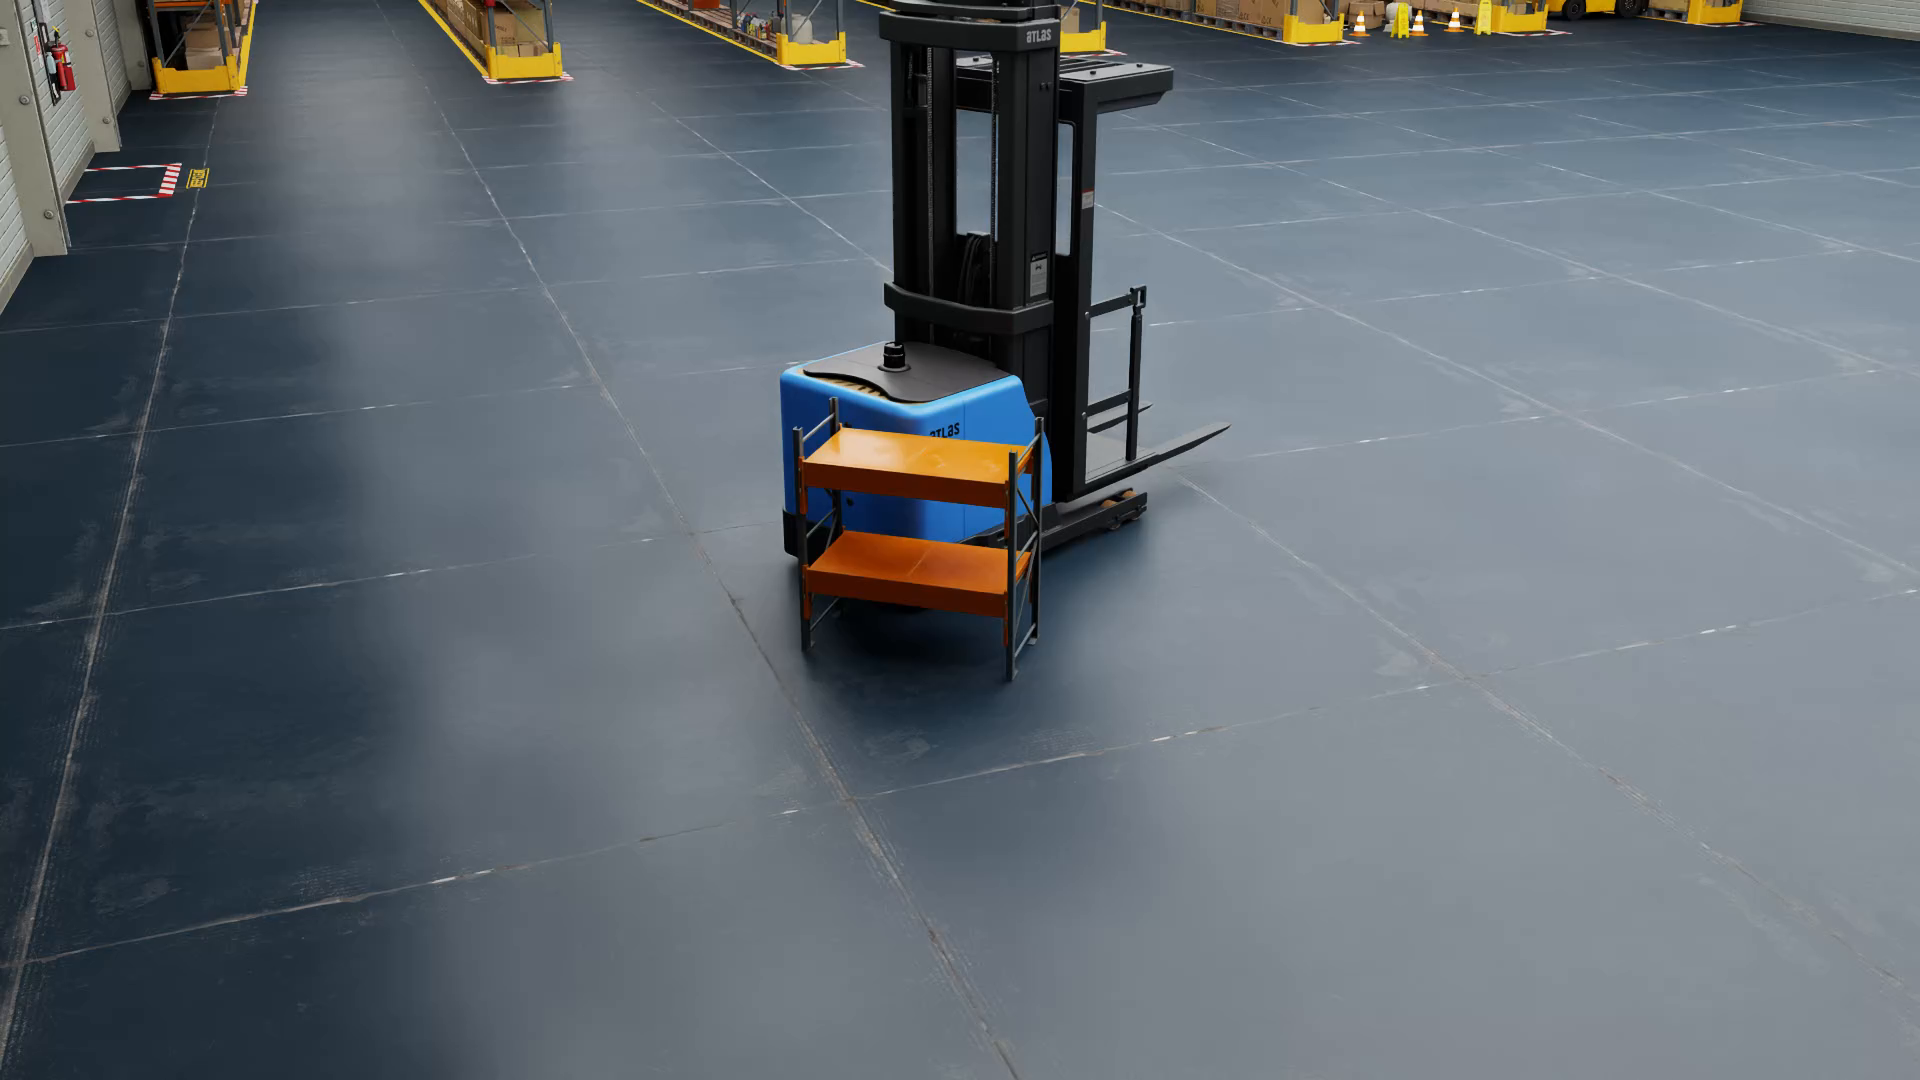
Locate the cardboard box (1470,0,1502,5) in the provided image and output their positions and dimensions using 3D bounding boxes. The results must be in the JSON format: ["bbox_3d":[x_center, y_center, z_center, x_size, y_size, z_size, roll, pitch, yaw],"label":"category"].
[{"bbox_3d":[10.863,-11.264,34.147,0.500,0.500,0.500,-8,24,-19],"label":"cardboard box"}]

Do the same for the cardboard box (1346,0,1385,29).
[{"bbox_3d":[8.401,-10.877,34.409,0.637,0.503,0.797,12,26,27],"label":"cardboard box"}]

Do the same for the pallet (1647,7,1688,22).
[{"bbox_3d":[15.723,-11.406,36.040,1.003,0.211,1.213,-8,24,-19],"label":"pallet"}]

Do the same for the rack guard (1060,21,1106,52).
[{"bbox_3d":[2.092,-9.253,30.559,1.175,0.500,0.348,-8,24,-19],"label":"rack guard"}]

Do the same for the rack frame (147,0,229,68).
[{"bbox_3d":[-11.783,-8.338,25.171,1.000,3.000,0.127,-8,24,-19],"label":"rack frame"}]

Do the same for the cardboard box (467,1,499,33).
[{"bbox_3d":[-8.339,-9.170,29.178,0.500,0.500,0.500,-8,24,-19],"label":"cardboard box"}]

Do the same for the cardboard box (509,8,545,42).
[{"bbox_3d":[-7.310,-8.698,28.058,0.500,0.500,0.500,-8,24,-19],"label":"cardboard box"}]

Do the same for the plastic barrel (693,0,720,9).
[{"bbox_3d":[-5.530,-11.973,36.049,0.600,0.830,0.708,-8,24,-19],"label":"plastic barrel"}]

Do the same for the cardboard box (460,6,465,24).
[{"bbox_3d":[-8.974,-9.765,30.834,0.500,0.311,0.500,-8,24,-19],"label":"cardboard box"}]

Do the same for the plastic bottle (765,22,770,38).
[{"bbox_3d":[-3.538,-9.366,30.540,0.061,0.283,0.133,-8,24,-19],"label":"plastic bottle"}]

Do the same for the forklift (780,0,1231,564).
[{"bbox_3d":[0.425,-1.528,9.102,1.130,2.935,3.031,20,30,39],"label":"forklift"}]

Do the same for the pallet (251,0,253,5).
[{"bbox_3d":[-17.080,-12.587,38.842,1.003,0.211,1.213,-8,24,-19],"label":"pallet"}]

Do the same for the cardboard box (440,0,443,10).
[{"bbox_3d":[-10.900,-11.662,35.710,0.500,0.500,0.500,-9,25,-21],"label":"cardboard box"}]

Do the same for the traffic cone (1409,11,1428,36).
[{"bbox_3d":[9.113,-10.271,33.023,0.336,0.463,0.334,-8,24,-19],"label":"traffic cone"}]

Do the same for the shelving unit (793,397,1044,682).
[{"bbox_3d":[-0.186,-0.016,7.839,1.048,1.125,0.538,7,24,16],"label":"shelving unit"}]

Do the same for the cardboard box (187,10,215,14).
[{"bbox_3d":[-13.630,-9.613,29.881,0.500,0.250,0.500,-9,24,-20],"label":"cardboard box"}]

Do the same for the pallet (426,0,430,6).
[{"bbox_3d":[-12.066,-12.788,39.319,1.003,0.211,1.213,-8,24,-19],"label":"pallet"}]

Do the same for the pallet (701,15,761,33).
[{"bbox_3d":[-4.676,-10.590,34.104,1.003,0.211,1.213,-8,24,-19],"label":"pallet"}]

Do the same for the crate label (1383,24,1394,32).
[{"bbox_3d":[8.777,-10.398,33.744,0.298,0.136,0.250,18,29,36],"label":"crate label"}]

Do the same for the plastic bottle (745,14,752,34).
[{"bbox_3d":[-3.964,-9.714,31.279,0.144,0.351,0.185,-9,25,-21],"label":"plastic bottle"}]

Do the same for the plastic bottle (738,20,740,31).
[{"bbox_3d":[-4.190,-9.851,31.797,0.097,0.201,0.097,0,23,0],"label":"plastic bottle"}]

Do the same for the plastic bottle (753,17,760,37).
[{"bbox_3d":[-3.748,-9.492,30.753,0.144,0.351,0.185,-7,24,-17],"label":"plastic bottle"}]

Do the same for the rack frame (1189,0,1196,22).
[{"bbox_3d":[5.382,-12.474,34.984,1.000,3.000,0.127,-8,24,-19],"label":"rack frame"}]

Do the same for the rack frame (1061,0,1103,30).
[{"bbox_3d":[2.119,-10.377,30.008,1.000,3.000,0.127,-8,24,-19],"label":"rack frame"}]

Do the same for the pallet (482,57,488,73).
[{"bbox_3d":[-7.459,-8.006,27.974,1.003,0.211,1.213,-8,24,-19],"label":"pallet"}]

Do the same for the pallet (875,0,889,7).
[{"bbox_3d":[-1.343,-12.738,39.201,1.003,0.211,1.213,-8,24,-19],"label":"pallet"}]

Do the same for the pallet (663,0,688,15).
[{"bbox_3d":[-6.086,-12.042,37.550,1.003,0.211,1.213,-8,24,-19],"label":"pallet"}]

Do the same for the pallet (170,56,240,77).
[{"bbox_3d":[-12.491,-7.823,27.540,1.003,0.211,1.213,-8,24,-19],"label":"pallet"}]

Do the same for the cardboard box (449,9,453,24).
[{"bbox_3d":[-9.888,-10.439,33.155,0.500,0.250,0.500,-9,24,-20],"label":"cardboard box"}]

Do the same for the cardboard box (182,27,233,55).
[{"bbox_3d":[-12.357,-8.133,27.337,0.700,0.500,0.500,-10,25,-22],"label":"cardboard box"}]

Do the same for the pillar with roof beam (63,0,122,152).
[{"bbox_3d":[-6.693,-9.649,20.556,9.100,9.000,0.400,-8,24,-19],"label":"pillar with roof beam"}]

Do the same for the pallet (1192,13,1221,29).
[{"bbox_3d":[5.577,-10.902,34.845,1.003,0.211,1.213,-8,24,-19],"label":"pallet"}]

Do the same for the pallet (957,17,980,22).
[{"bbox_3d":[0.429,-10.828,34.669,1.003,0.211,1.213,-8,24,-19],"label":"pallet"}]

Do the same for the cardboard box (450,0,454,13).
[{"bbox_3d":[-9.694,-10.505,32.589,0.500,0.311,0.500,-9,24,-20],"label":"cardboard box"}]

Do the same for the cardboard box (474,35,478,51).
[{"bbox_3d":[-8.157,-8.643,28.894,0.500,0.250,0.500,-8,24,-19],"label":"cardboard box"}]

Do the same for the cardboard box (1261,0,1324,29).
[{"bbox_3d":[6.493,-10.472,32.430,0.875,0.875,0.875,-8,24,-19],"label":"cardboard box"}]

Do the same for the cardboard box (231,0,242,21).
[{"bbox_3d":[-14.746,-10.733,33.080,0.750,0.750,0.750,-9,24,-20],"label":"cardboard box"}]

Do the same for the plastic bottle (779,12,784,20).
[{"bbox_3d":[-3.363,-9.869,31.646,0.144,0.351,0.185,-10,25,-22],"label":"plastic bottle"}]

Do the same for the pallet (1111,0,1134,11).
[{"bbox_3d":[4.177,-12.346,38.270,1.003,0.211,1.213,-8,24,-19],"label":"pallet"}]

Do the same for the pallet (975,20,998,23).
[{"bbox_3d":[0.976,-10.306,33.431,1.003,0.211,1.213,-8,24,-19],"label":"pallet"}]

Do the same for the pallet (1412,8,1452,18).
[{"bbox_3d":[10.247,-11.666,36.657,1.003,0.211,1.213,-8,24,-19],"label":"pallet"}]

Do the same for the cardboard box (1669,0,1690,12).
[{"bbox_3d":[15.571,-11.473,35.608,0.500,0.250,0.500,-8,24,-19],"label":"cardboard box"}]

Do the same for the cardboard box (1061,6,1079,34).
[{"bbox_3d":[1.914,-9.648,30.956,0.500,0.500,0.500,-4,23,-9],"label":"cardboard box"}]

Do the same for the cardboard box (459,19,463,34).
[{"bbox_3d":[-9.158,-9.694,31.387,0.500,0.250,0.500,-9,24,-20],"label":"cardboard box"}]

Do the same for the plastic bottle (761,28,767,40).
[{"bbox_3d":[-3.574,-9.218,30.294,0.097,0.201,0.097,0,23,0],"label":"plastic bottle"}]

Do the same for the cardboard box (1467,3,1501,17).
[{"bbox_3d":[10.844,-10.929,34.317,0.500,0.250,0.500,-8,24,-19],"label":"cardboard box"}]

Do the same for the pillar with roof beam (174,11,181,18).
[{"bbox_3d":[-13.051,-16.189,36.074,9.100,9.000,0.400,-8,24,-19],"label":"pillar with roof beam"}]

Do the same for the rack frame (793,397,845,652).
[{"bbox_3d":[-0.672,-0.074,7.977,0.032,1.125,0.500,7,24,16],"label":"rack frame"}]

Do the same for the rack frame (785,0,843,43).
[{"bbox_3d":[-2.515,-9.697,28.396,1.000,3.000,0.127,-8,24,-19],"label":"rack frame"}]

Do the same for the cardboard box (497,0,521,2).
[{"bbox_3d":[-8.029,-9.423,29.778,0.500,0.500,0.500,-8,24,-19],"label":"cardboard box"}]

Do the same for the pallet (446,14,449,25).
[{"bbox_3d":[-10.205,-10.917,34.881,1.003,0.211,1.213,-8,24,-19],"label":"pallet"}]

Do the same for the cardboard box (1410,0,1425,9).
[{"bbox_3d":[10.132,-11.673,36.082,0.500,0.250,0.500,-7,24,-16],"label":"cardboard box"}]

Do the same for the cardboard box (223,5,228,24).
[{"bbox_3d":[-14.031,-9.661,30.963,0.700,0.500,0.500,-8,24,-19],"label":"cardboard box"}]
